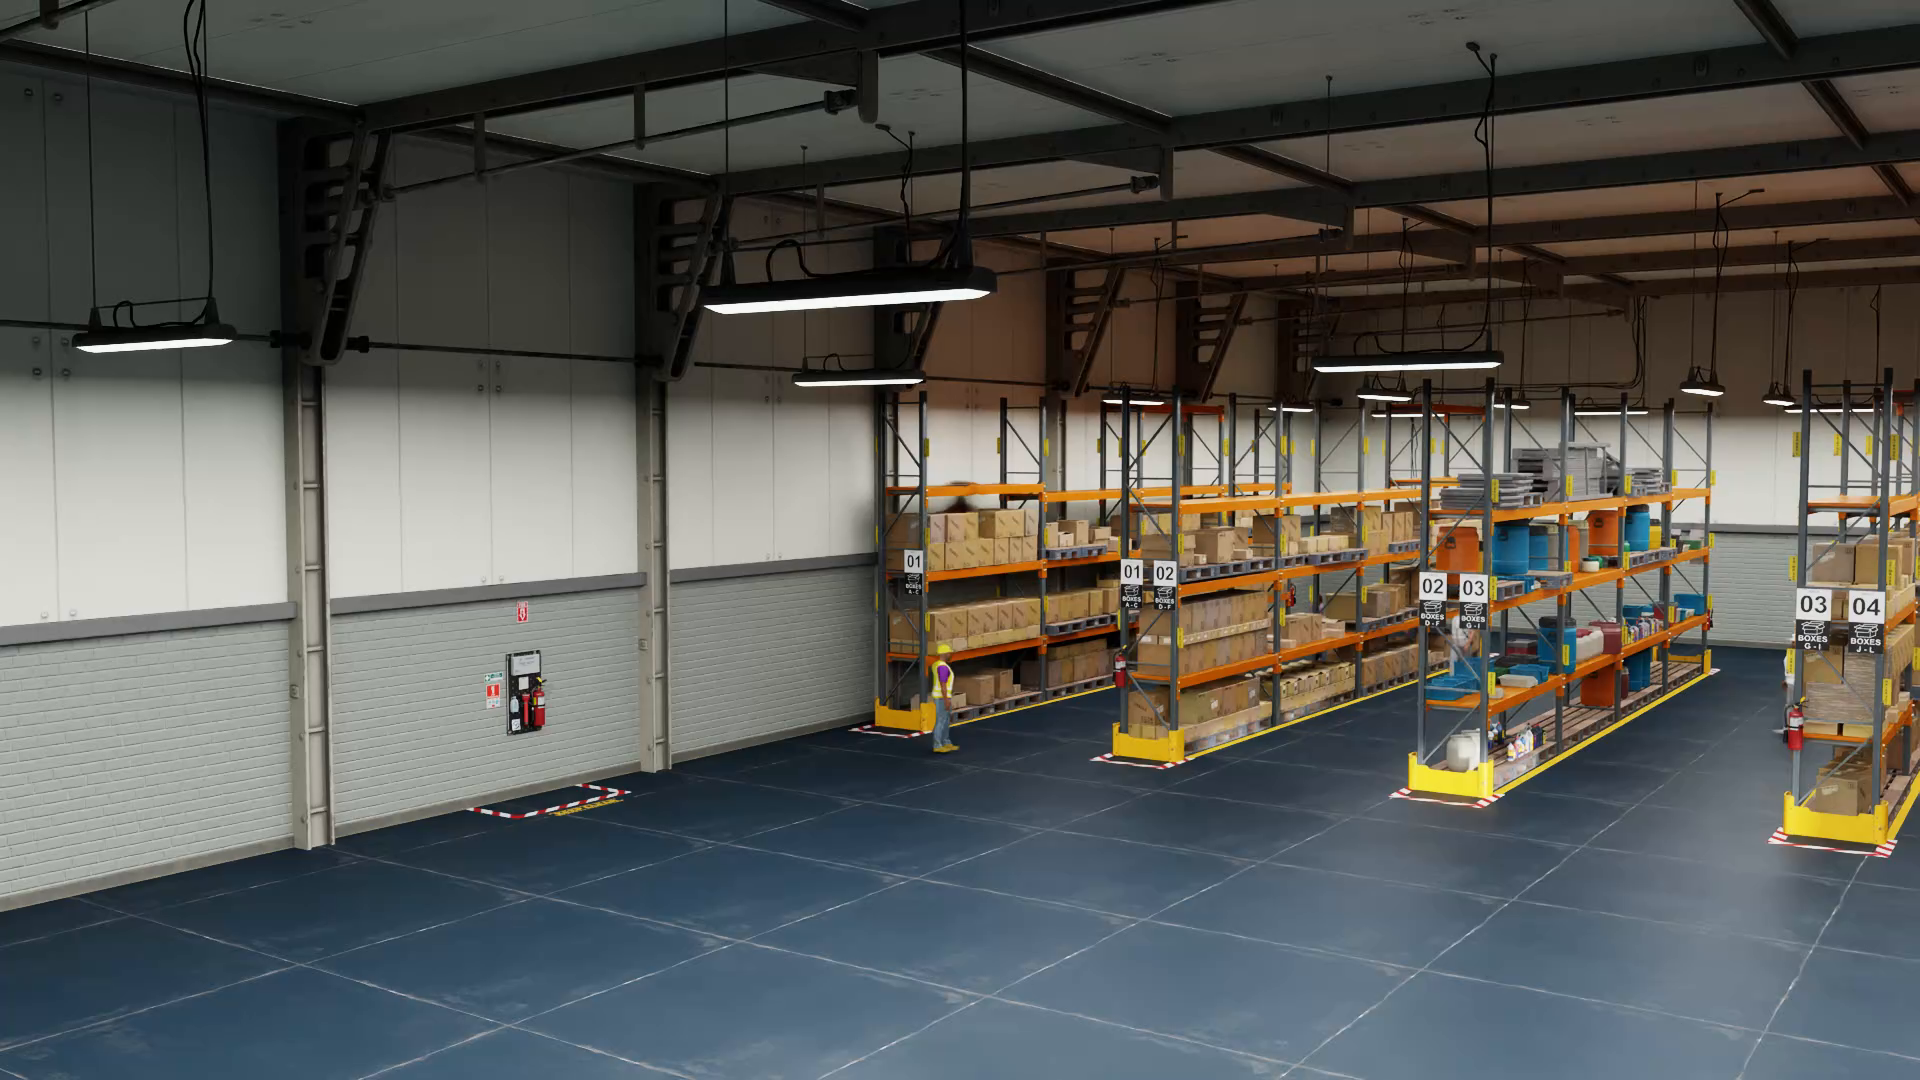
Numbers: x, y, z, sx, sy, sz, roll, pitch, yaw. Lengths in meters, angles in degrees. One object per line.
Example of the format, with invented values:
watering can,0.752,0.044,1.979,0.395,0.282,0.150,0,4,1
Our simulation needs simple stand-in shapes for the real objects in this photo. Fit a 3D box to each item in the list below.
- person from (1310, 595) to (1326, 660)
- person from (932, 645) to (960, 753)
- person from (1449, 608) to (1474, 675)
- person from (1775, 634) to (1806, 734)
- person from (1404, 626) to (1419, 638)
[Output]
person,8.339,2.048,38.732,0.431,1.592,0.479,2,4,28
person,-0.218,2.615,27.350,0.488,1.777,0.641,0,3,-6
person,10.579,2.188,35.104,0.553,1.718,1.069,2,4,31
person,14.555,2.513,29.066,0.513,1.769,0.565,2,4,25
person,11.562,1.858,42.365,0.523,1.688,0.890,2,4,35
